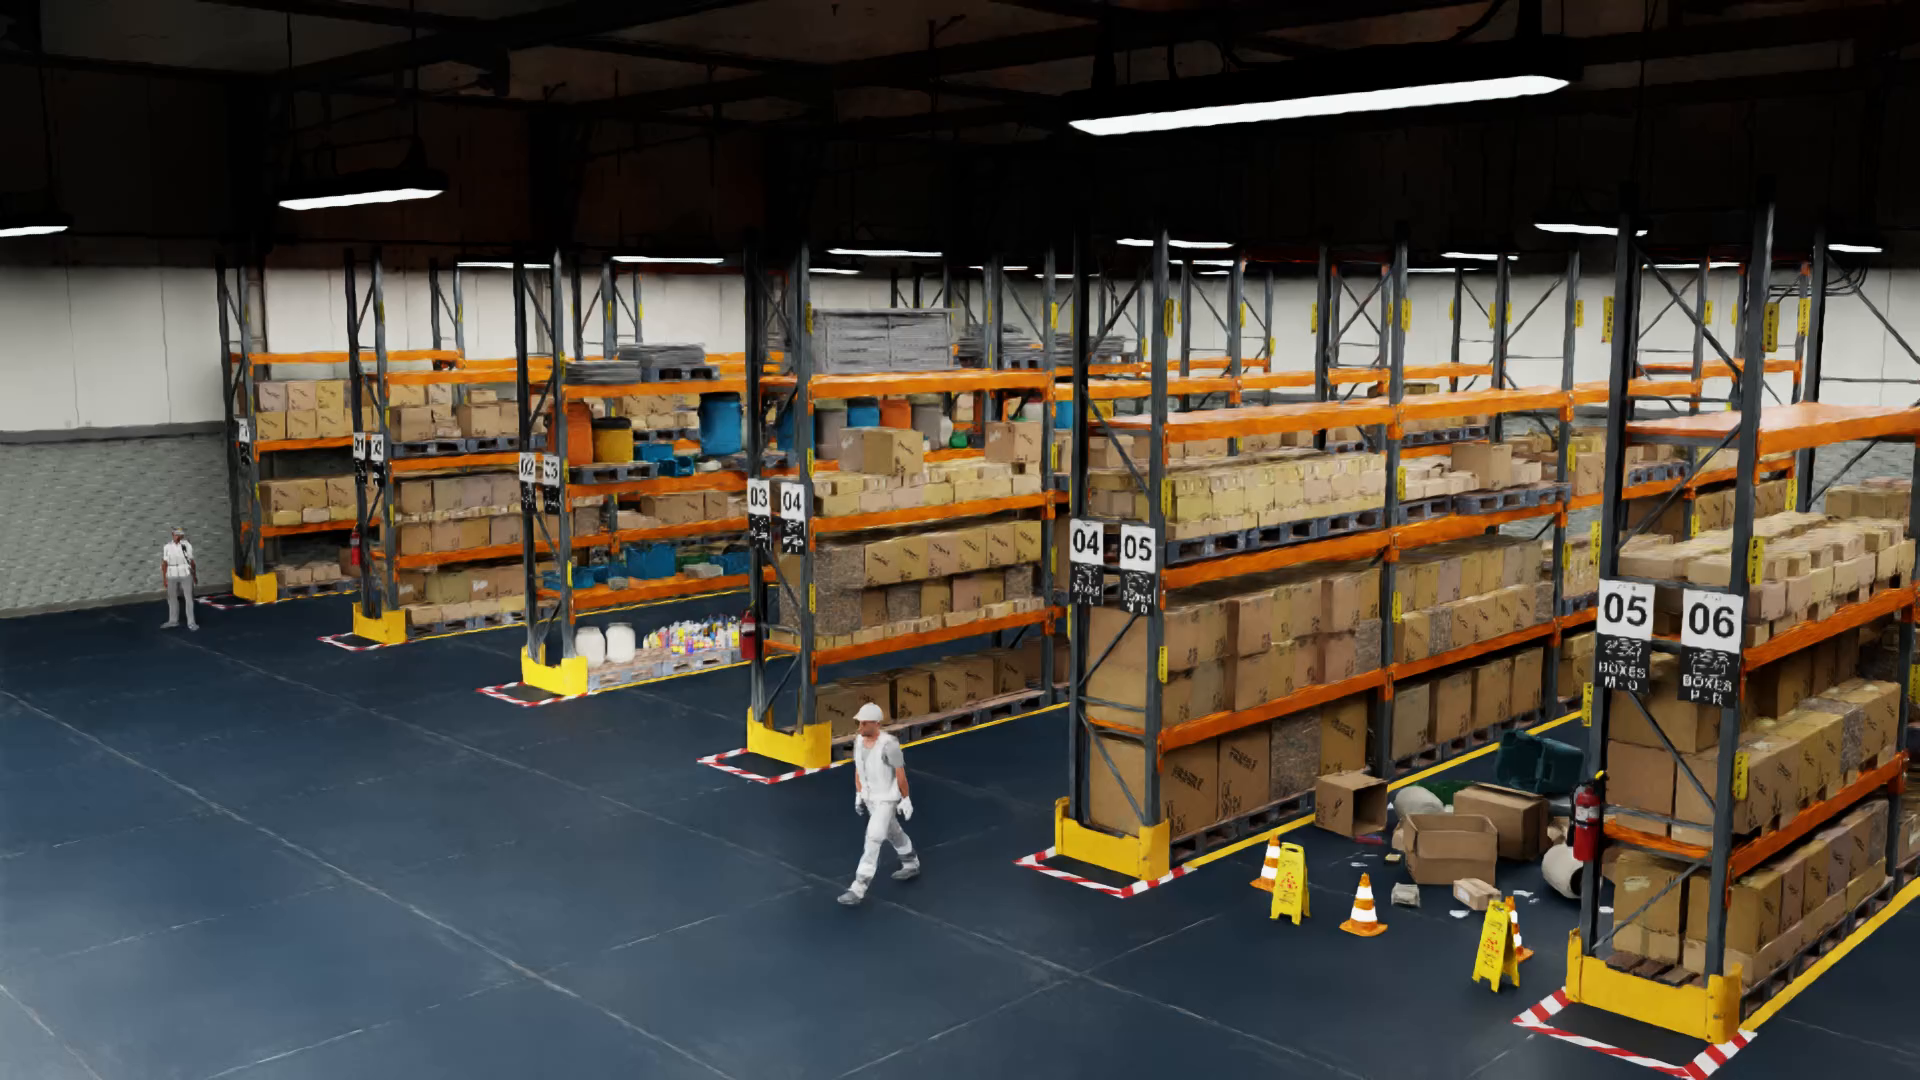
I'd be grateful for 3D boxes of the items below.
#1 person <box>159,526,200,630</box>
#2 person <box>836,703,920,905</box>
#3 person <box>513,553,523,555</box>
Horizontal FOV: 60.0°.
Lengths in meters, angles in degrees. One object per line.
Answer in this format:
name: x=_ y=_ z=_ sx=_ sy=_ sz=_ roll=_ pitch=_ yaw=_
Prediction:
person: x=-12.487 y=0.593 z=26.500 sx=0.649 sy=1.677 sz=0.439 roll=-2 pitch=8 yaw=-15
person: x=-0.747 y=2.256 z=14.556 sx=1.123 sy=1.709 sz=0.553 roll=-7 pitch=11 yaw=-42
person: x=-7.720 y=0.257 z=29.363 sx=0.566 sy=1.541 sz=0.519 roll=7 pitch=11 yaw=42
